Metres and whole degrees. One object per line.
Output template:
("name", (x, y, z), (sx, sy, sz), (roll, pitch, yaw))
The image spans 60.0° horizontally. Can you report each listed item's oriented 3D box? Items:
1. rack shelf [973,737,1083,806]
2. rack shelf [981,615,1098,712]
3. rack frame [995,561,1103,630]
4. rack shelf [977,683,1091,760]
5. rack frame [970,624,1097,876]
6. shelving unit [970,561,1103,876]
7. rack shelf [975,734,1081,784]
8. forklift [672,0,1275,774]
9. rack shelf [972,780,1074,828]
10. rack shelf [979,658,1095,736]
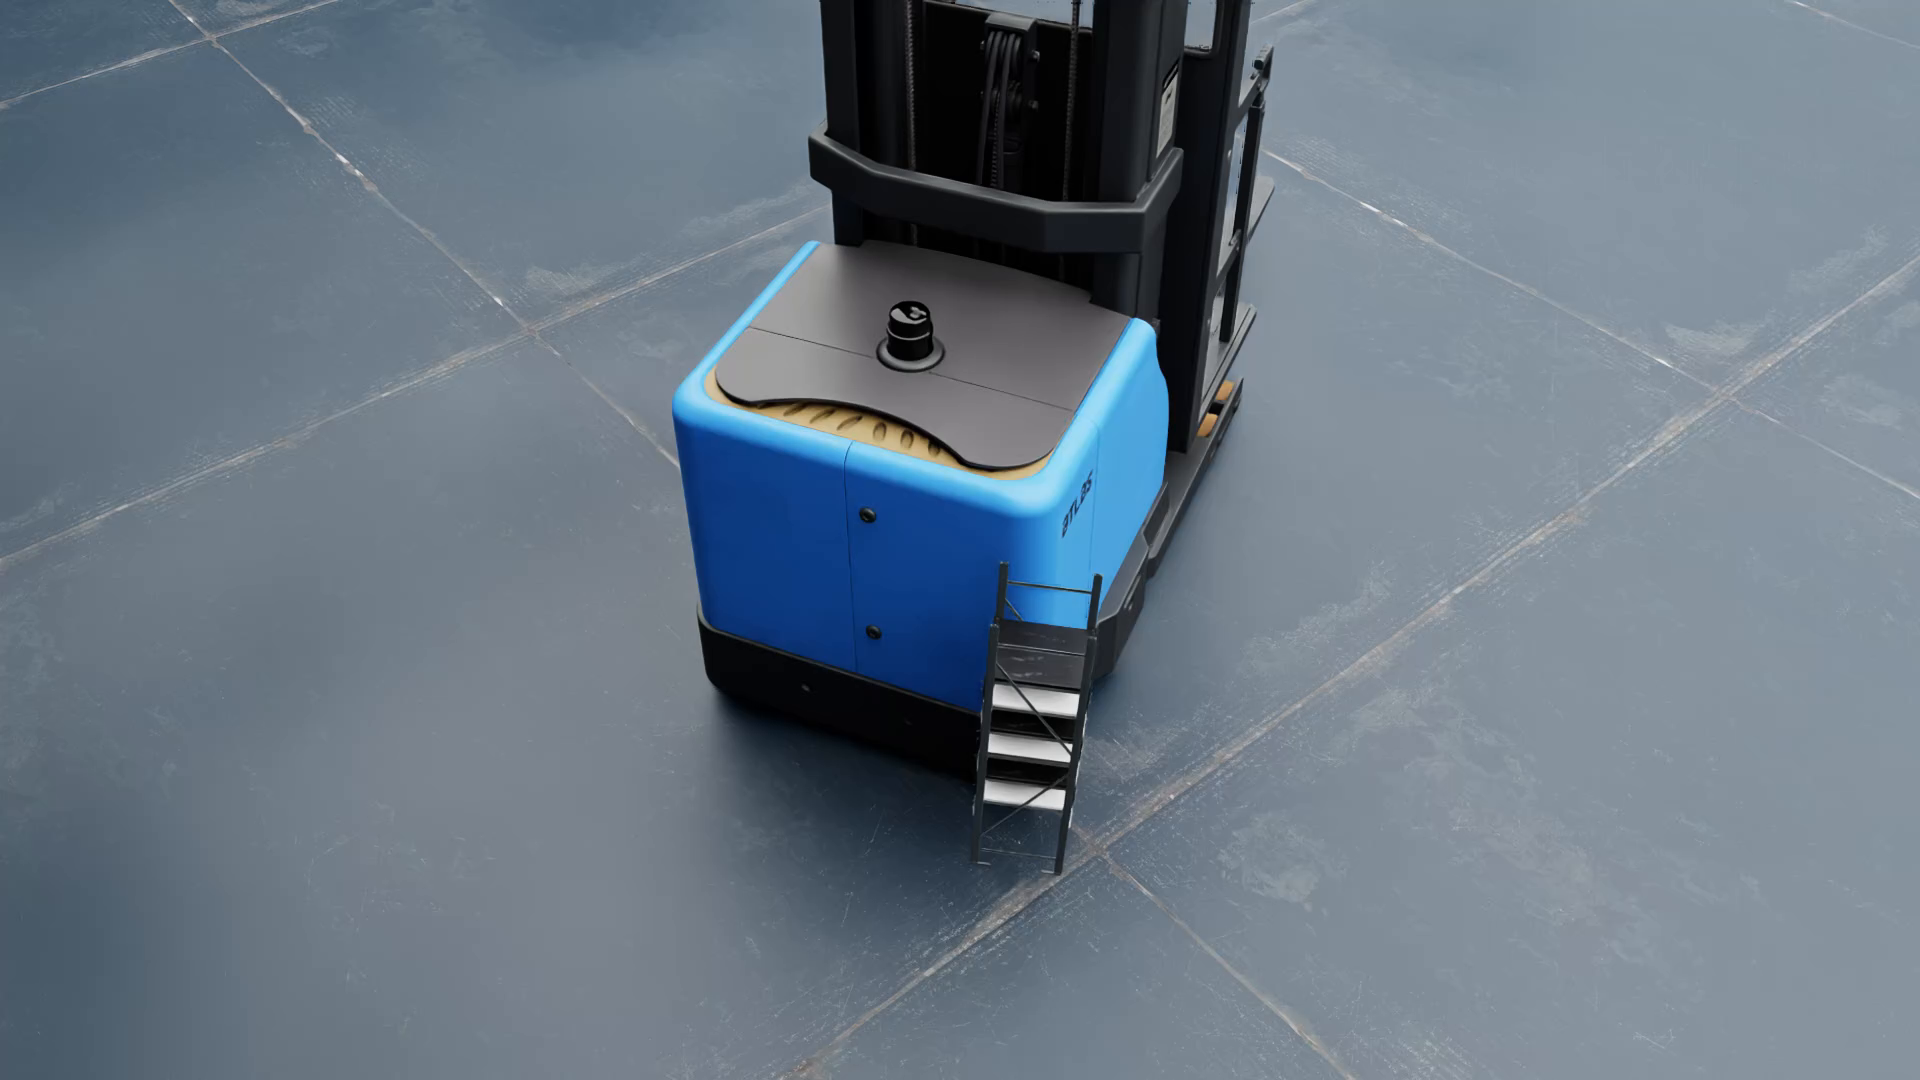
("rack shelf", (0.173, 0.550, 4.178), (0.258, 0.077, 0.200), (7, 44, 4))
("rack shelf", (0.189, 0.290, 3.930), (0.258, 0.077, 0.200), (7, 44, 4))
("rack frame", (0.192, 0.392, 4.166), (0.240, 0.900, 0.006), (7, 44, 4))
("rack shelf", (0.181, 0.420, 4.054), (0.258, 0.077, 0.200), (7, 44, 4))
("rack frame", (0.165, 0.530, 4.019), (0.240, 0.900, 0.006), (7, 44, 4))
("shelving unit", (0.178, 0.461, 4.093), (0.258, 0.900, 0.210), (7, 44, 4))
("rack shelf", (0.177, 0.485, 4.116), (0.258, 0.077, 0.200), (7, 44, 4))
("forklift", (0.312, -1.433, 4.635), (1.130, 2.935, 3.031), (16, 46, 16))
("rack shelf", (0.169, 0.615, 4.240), (0.258, 0.077, 0.200), (7, 44, 4))
("rack shelf", (0.185, 0.355, 3.992), (0.258, 0.077, 0.200), (7, 44, 4))
